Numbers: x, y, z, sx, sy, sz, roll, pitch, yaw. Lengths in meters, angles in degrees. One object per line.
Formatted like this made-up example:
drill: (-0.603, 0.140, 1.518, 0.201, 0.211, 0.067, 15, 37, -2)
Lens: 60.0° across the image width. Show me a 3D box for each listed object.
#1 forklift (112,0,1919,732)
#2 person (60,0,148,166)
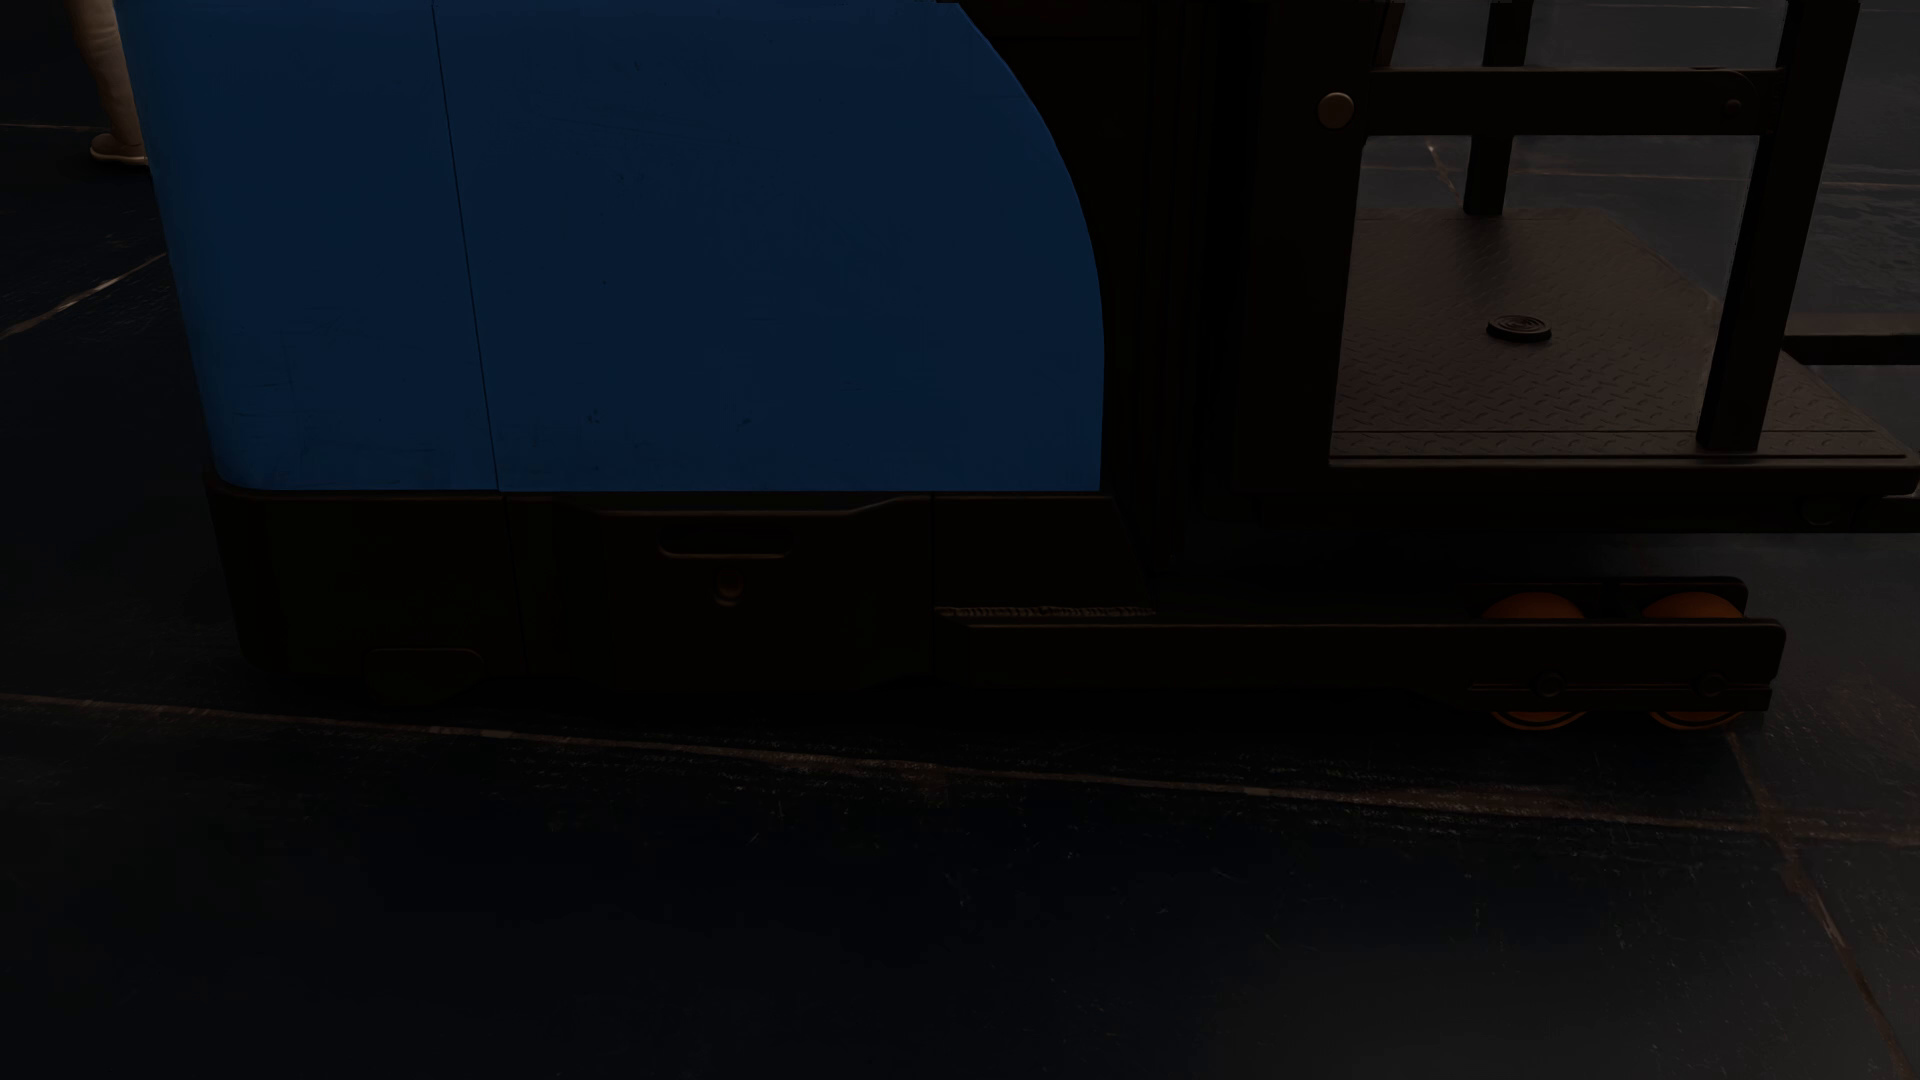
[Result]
forklift: (0.613, -1.317, 1.856, 3.031, 2.935, 1.130, 0, 27, 0)
person: (-2.248, -1.810, 4.215, 0.570, 1.695, 0.530, -22, 34, -37)
